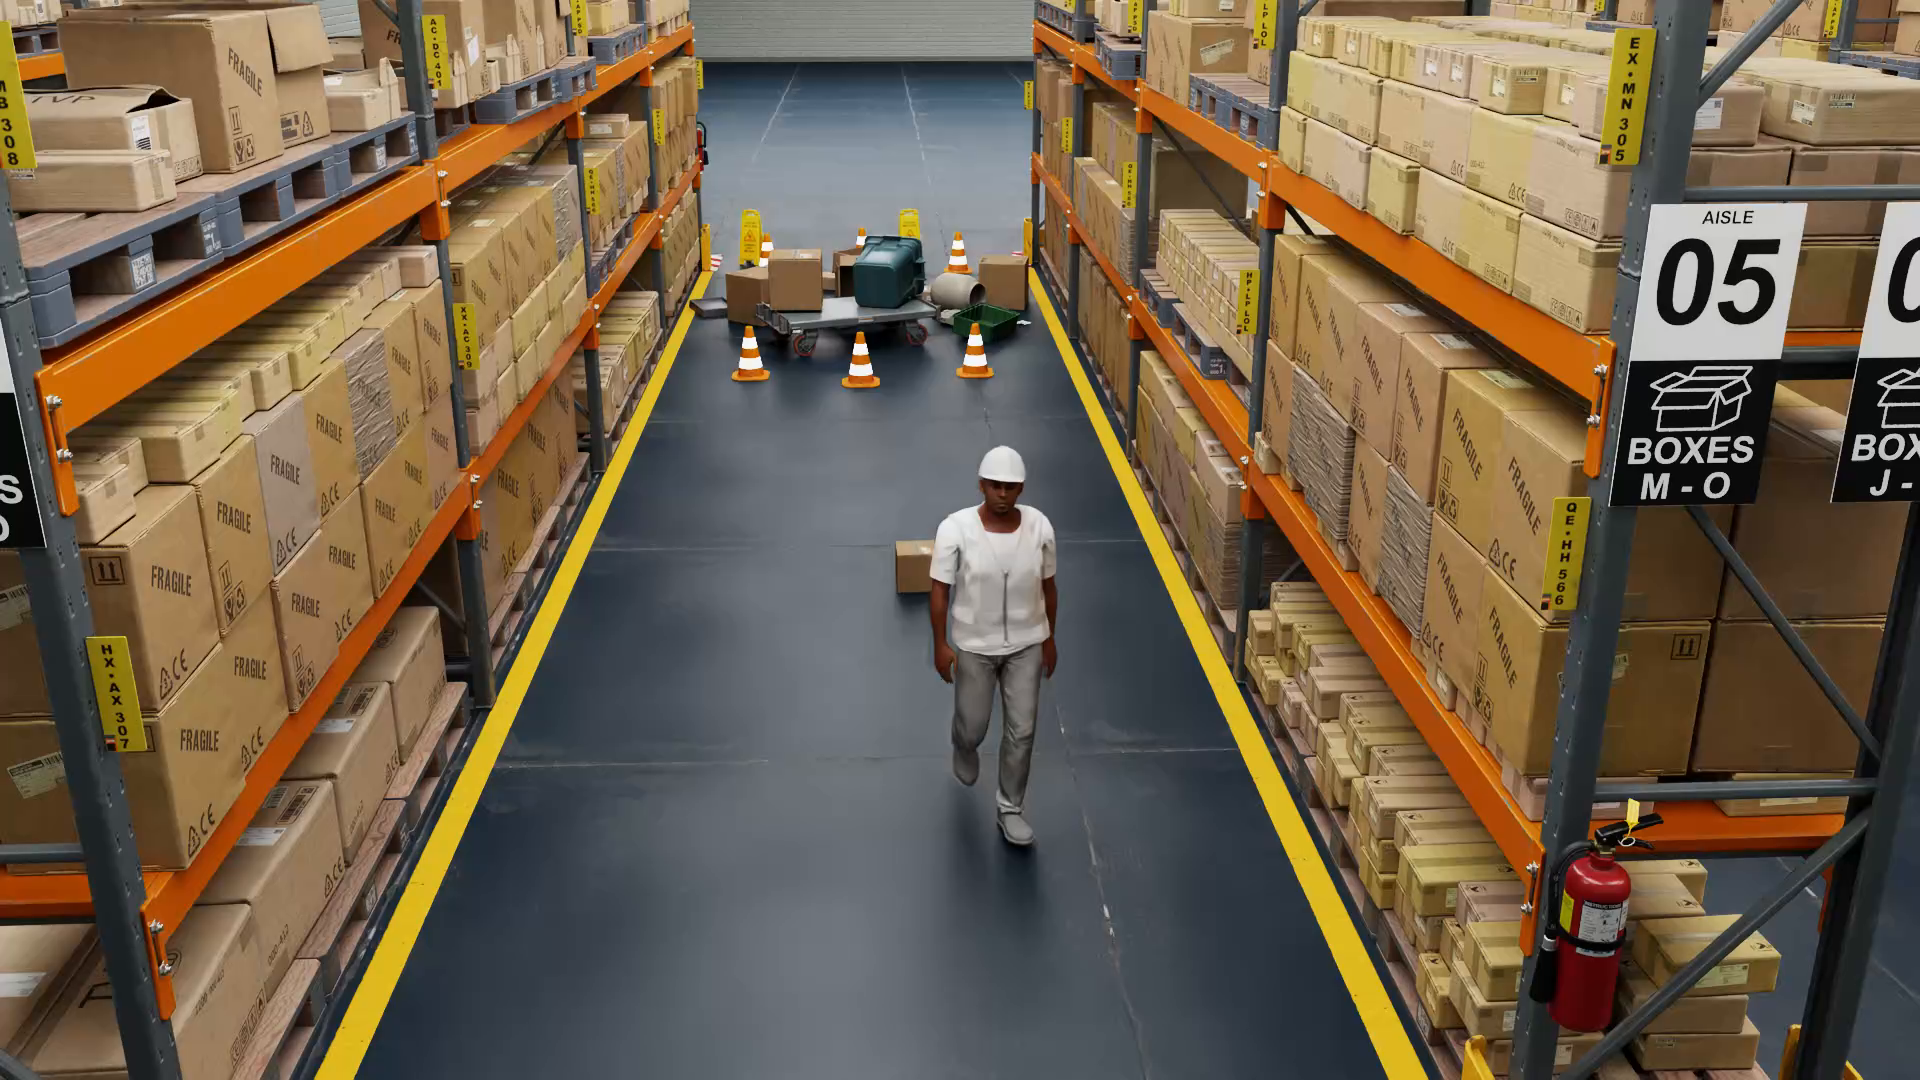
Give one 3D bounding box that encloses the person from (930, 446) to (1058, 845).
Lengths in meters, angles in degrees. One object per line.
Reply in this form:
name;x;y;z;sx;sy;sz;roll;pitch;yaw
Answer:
person;0.152;0.433;7.329;0.575;1.750;0.729;-4;21;-10
